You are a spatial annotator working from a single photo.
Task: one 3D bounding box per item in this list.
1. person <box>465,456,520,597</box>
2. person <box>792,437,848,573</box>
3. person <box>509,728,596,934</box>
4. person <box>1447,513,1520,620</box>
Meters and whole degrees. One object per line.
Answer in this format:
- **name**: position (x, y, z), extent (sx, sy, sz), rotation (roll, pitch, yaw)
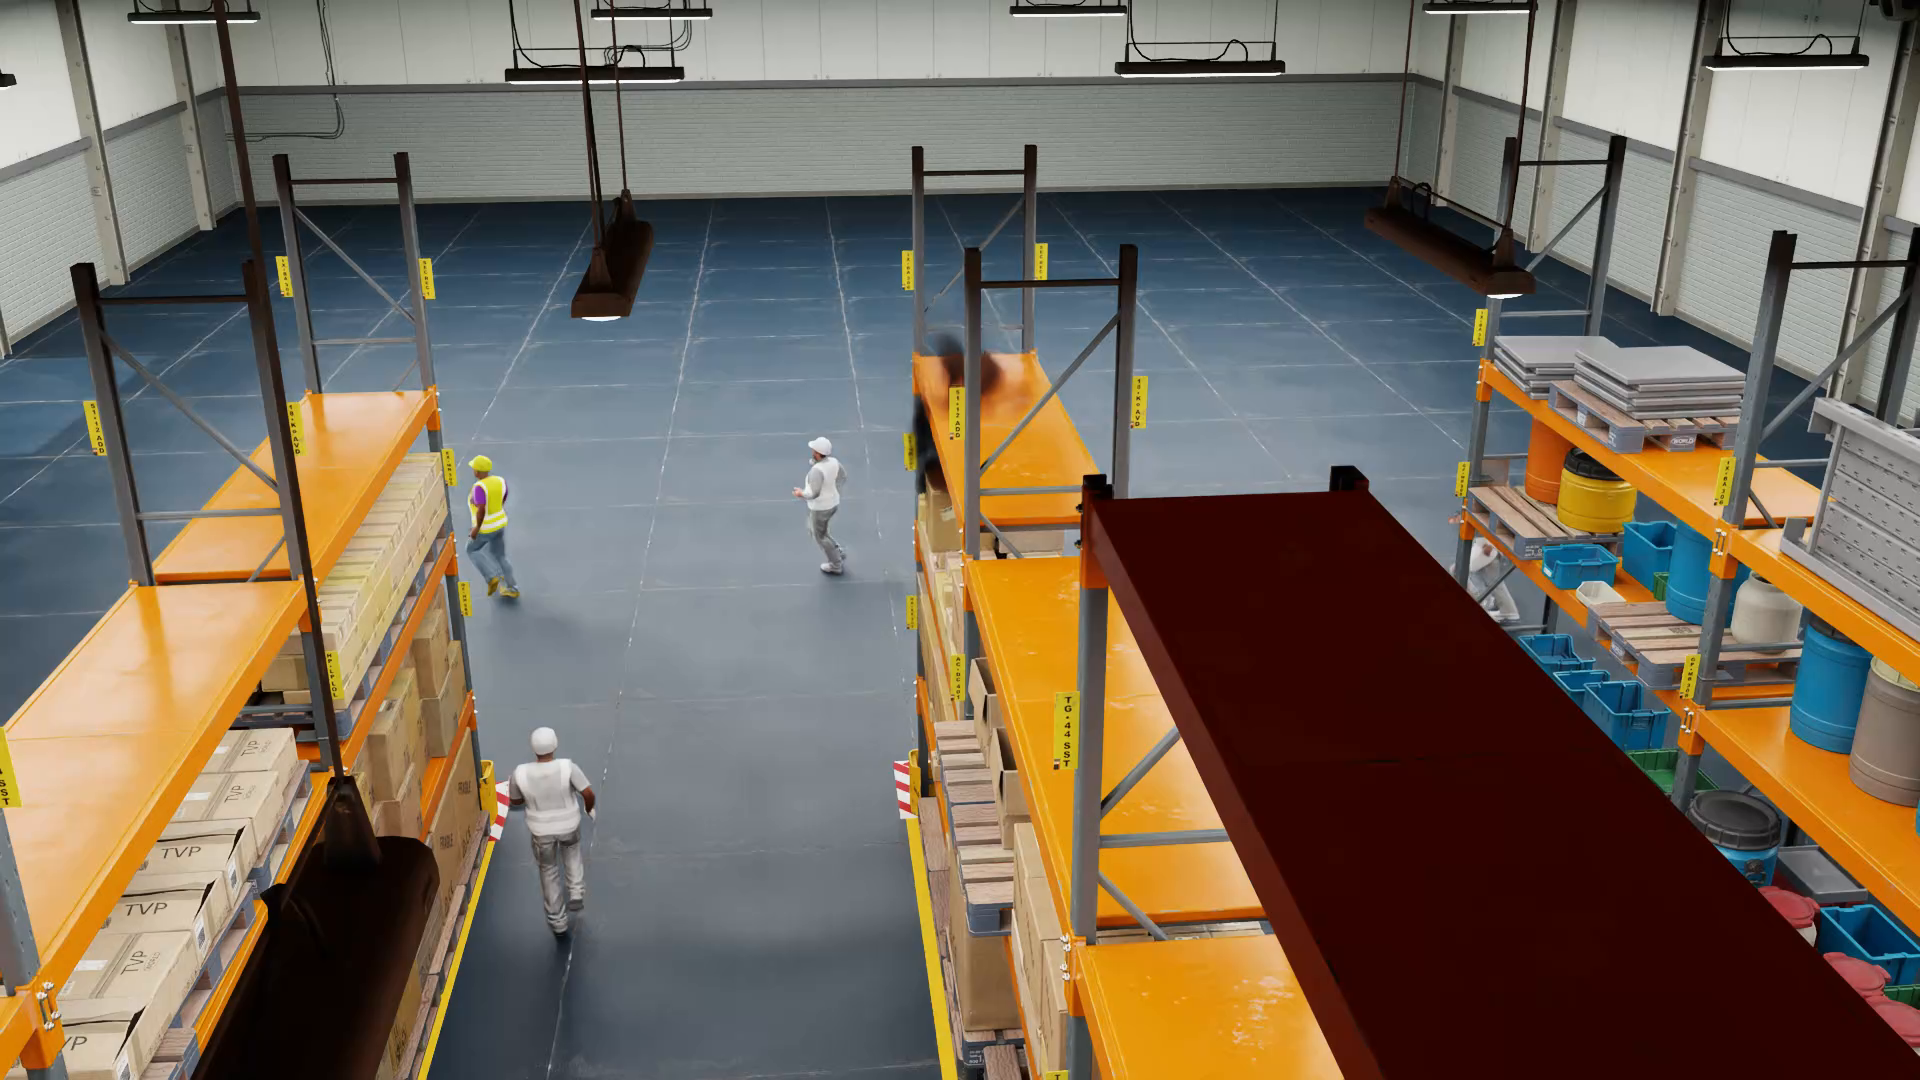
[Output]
- **person**: position (-5.600, -0.161, 19.666), extent (0.757, 1.737, 0.674), rotation (12, 25, 29)
- **person**: position (-1.722, -0.447, 20.390), extent (0.615, 1.729, 0.633), rotation (9, 23, 21)
- **person**: position (-3.282, 2.280, 13.466), extent (0.660, 1.768, 0.682), rotation (-6, 22, -15)
- **person**: position (5.961, 0.129, 18.907), extent (0.933, 1.767, 0.731), rotation (11, 24, 26)
